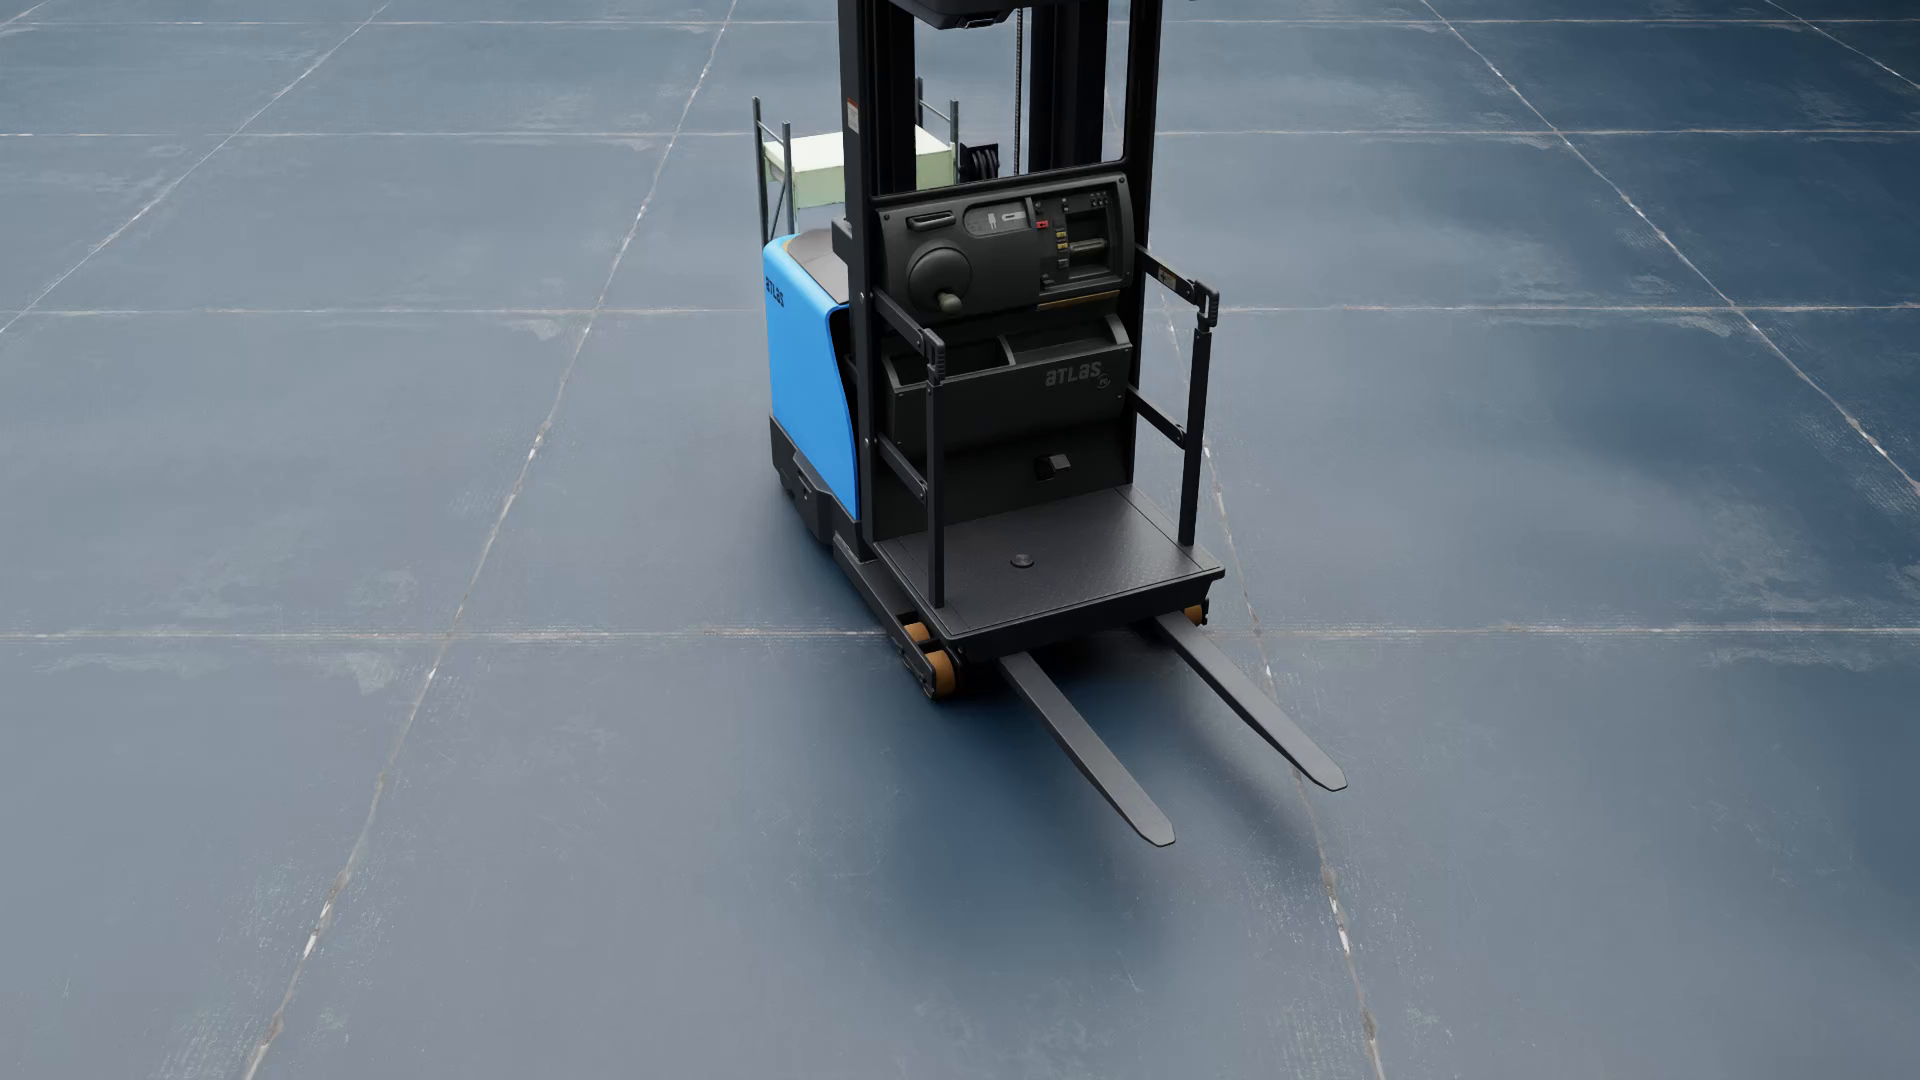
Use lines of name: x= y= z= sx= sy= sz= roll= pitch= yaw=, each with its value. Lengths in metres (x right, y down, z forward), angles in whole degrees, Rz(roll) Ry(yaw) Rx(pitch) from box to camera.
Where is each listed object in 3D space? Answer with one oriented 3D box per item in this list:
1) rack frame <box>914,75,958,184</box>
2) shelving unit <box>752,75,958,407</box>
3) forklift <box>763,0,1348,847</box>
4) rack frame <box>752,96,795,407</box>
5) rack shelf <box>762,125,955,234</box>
rack frame: x=-0.103 y=-1.260 z=7.381 sx=0.023 sy=1.500 sz=0.400 roll=-14 pitch=34 yaw=-21
shelving unit: x=-0.435 y=-1.180 z=7.249 sx=0.755 sy=1.500 sz=0.431 roll=-14 pitch=34 yaw=-21
forklift: x=0.260 y=-0.955 z=5.499 sx=1.130 sy=2.935 sz=3.031 roll=-13 pitch=34 yaw=-21
rack frame: x=-0.767 y=-1.100 z=7.118 sx=0.023 sy=1.500 sz=0.400 roll=-14 pitch=34 yaw=-21
rack shelf: x=-0.435 y=-1.514 z=7.047 sx=0.720 sy=0.370 sz=0.431 roll=-14 pitch=34 yaw=-21
